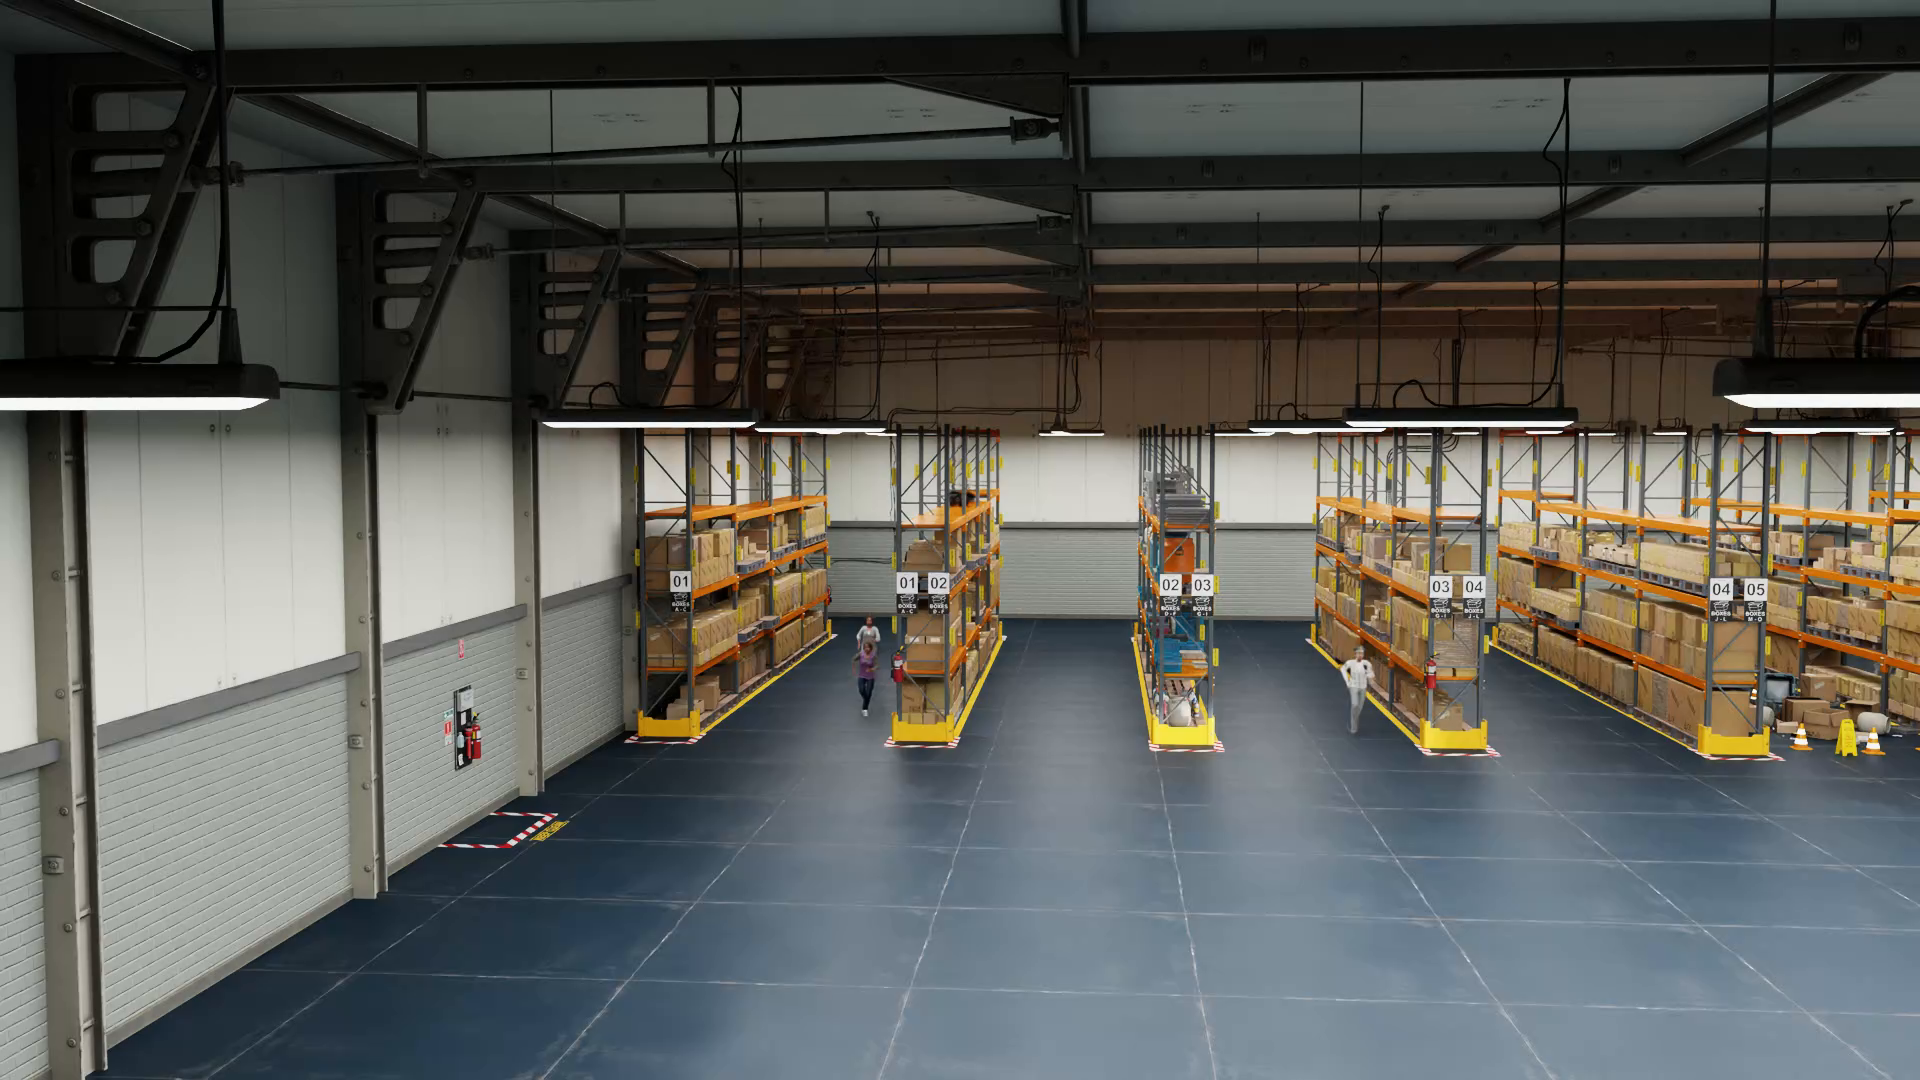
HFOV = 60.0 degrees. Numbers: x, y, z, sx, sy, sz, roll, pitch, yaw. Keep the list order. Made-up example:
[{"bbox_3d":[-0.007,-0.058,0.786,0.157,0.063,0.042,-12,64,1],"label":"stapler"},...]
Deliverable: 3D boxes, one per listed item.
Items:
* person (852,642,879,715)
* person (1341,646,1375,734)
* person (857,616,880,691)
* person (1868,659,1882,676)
[{"bbox_3d":[-1.954,2.863,34.298,0.571,1.547,0.622,0,3,2],"label":"person"},{"bbox_3d":[7.774,2.915,32.457,0.594,1.722,0.750,0,3,0],"label":"person"},{"bbox_3d":[-2.026,2.505,36.993,0.505,1.642,0.708,0,3,-6],"label":"person"},{"bbox_3d":[22.055,2.459,39.991,0.625,1.645,0.591,0,3,0],"label":"person"}]
